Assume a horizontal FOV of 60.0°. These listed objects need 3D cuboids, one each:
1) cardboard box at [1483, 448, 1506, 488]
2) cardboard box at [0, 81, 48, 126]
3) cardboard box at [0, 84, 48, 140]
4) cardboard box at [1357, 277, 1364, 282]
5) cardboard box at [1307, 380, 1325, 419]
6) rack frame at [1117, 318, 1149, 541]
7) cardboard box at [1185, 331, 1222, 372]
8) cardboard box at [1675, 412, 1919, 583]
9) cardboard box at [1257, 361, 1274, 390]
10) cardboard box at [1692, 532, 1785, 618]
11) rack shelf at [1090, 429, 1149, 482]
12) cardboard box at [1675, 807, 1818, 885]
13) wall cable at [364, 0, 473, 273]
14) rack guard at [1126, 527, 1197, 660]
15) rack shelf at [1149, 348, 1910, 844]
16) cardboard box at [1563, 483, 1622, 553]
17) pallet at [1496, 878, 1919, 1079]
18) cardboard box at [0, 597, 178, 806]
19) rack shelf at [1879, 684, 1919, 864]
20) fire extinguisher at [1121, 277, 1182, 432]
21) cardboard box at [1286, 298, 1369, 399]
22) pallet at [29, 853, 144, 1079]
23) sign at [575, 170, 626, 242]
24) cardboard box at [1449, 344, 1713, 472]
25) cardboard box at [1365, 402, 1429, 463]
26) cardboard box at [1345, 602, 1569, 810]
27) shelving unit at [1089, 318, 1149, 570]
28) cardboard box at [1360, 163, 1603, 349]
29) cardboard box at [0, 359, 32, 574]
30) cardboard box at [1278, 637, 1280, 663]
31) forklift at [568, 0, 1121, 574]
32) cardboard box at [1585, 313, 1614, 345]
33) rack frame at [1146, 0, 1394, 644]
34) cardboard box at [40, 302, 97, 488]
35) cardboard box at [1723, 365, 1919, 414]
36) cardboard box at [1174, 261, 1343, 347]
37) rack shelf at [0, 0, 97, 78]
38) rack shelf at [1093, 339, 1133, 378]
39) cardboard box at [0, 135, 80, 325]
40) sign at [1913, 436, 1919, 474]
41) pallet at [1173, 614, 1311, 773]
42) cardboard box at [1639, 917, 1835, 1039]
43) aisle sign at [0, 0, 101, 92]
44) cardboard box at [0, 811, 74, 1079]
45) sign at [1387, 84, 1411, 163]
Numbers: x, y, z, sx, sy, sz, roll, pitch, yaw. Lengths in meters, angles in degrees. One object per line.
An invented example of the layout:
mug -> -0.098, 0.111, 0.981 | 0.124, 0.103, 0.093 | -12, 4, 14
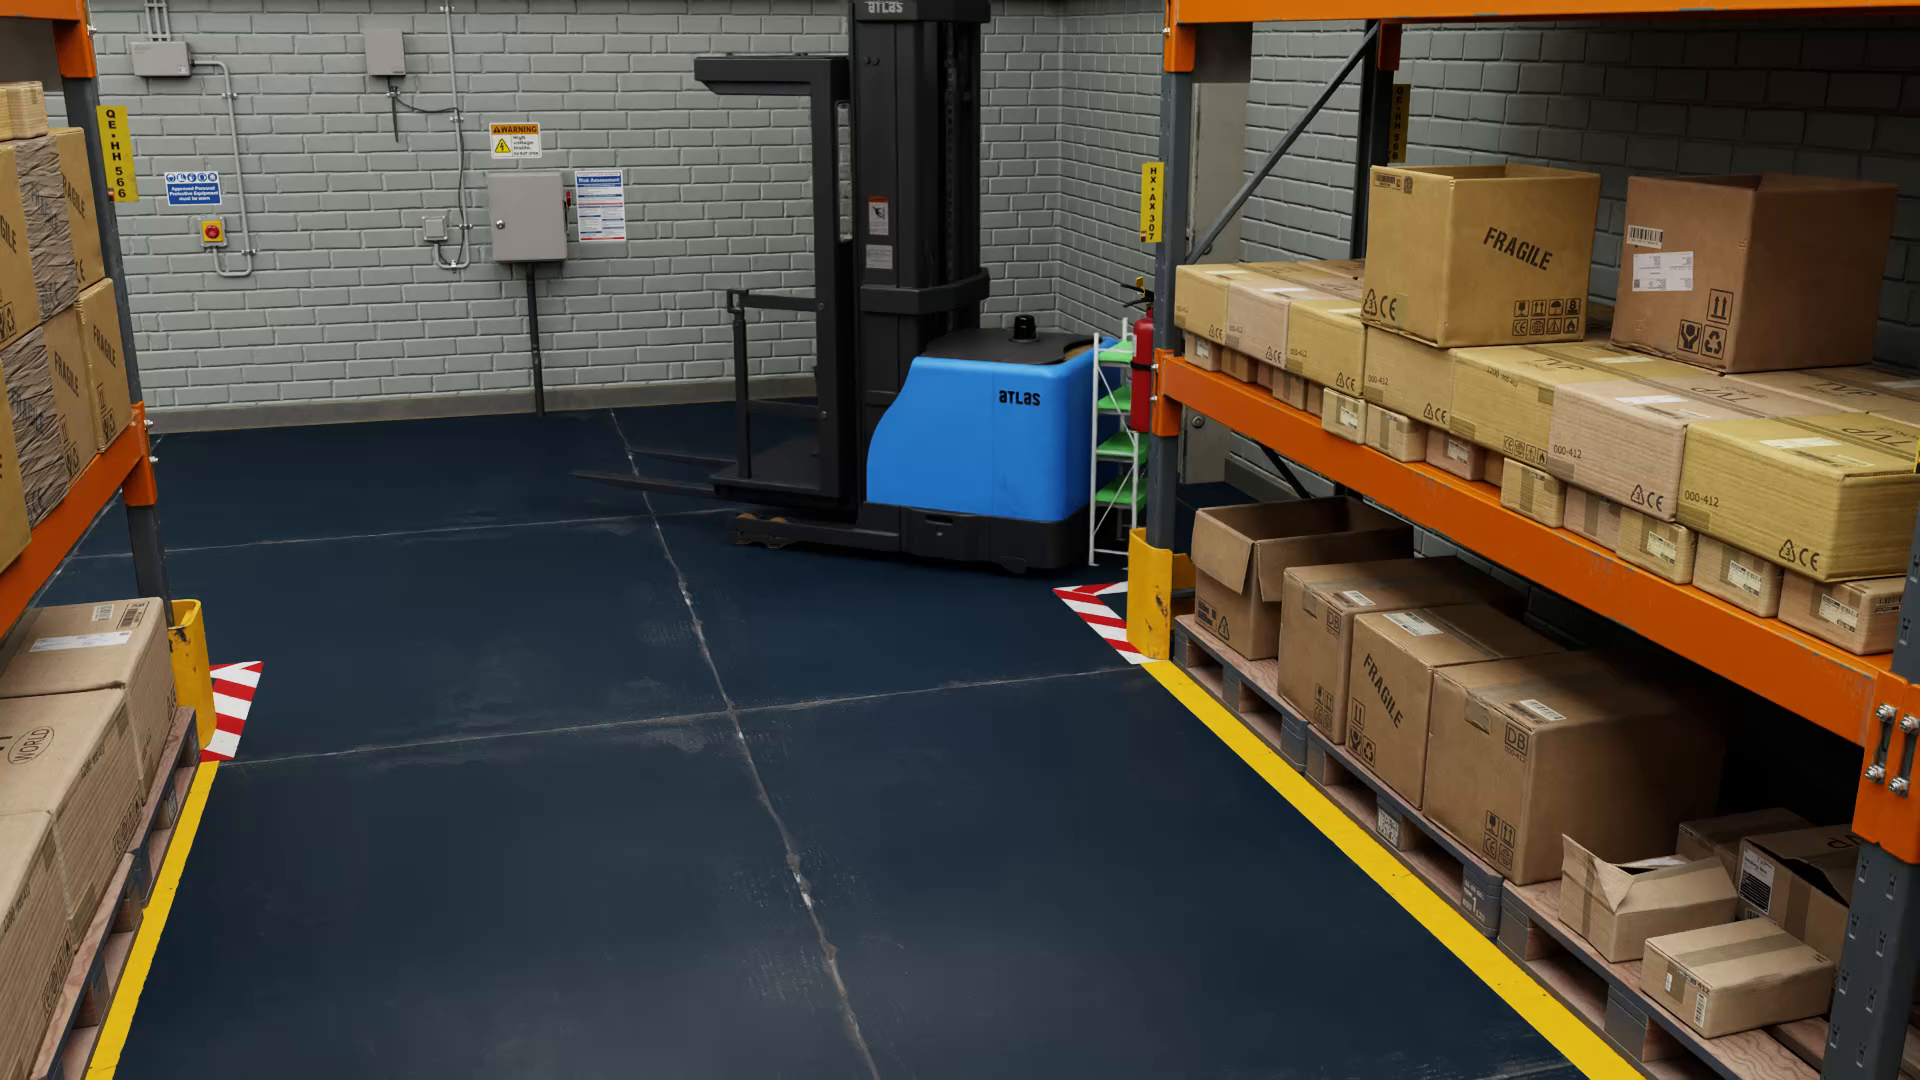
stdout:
cardboard box -> 1.795, -0.230, 4.941 | 0.380, 0.149, 0.250 | -4, 17, -14
cardboard box -> -3.161, -1.386, 5.311 | 0.380, 0.149, 0.250 | -4, 17, -15
cardboard box -> -2.916, -1.253, 4.868 | 0.380, 0.149, 0.250 | -5, 17, -16
cardboard box -> 1.842, -0.847, 6.300 | 0.500, 0.250, 0.500 | -5, 17, -15
cardboard box -> 1.455, -0.508, 5.865 | 0.380, 0.149, 0.250 | -4, 17, -14
rack frame -> 0.958, -0.564, 8.744 | 0.240, 1.200, 0.015 | 7, 18, 21
cardboard box -> 1.146, -0.792, 6.812 | 0.380, 0.149, 0.250 | -5, 17, -16
cardboard box -> 2.044, -0.111, 3.851 | 0.500, 0.250, 0.500 | -4, 17, -14
cardboard box -> 1.366, -0.656, 6.357 | 0.380, 0.149, 0.250 | -5, 17, -16
cardboard box -> 1.996, 0.063, 3.965 | 0.380, 0.149, 0.250 | -4, 17, -14
rack shelf -> 0.866, -0.438, 8.546 | 0.258, 0.148, 0.480 | 7, 18, 21
cardboard box -> 2.345, 0.924, 4.887 | 0.380, 0.149, 0.250 | -5, 17, -16
wall cable -> -3.664, -2.791, 11.265 | 0.588, 1.984, 0.122 | -5, 17, -15
rack guard -> 1.340, 0.193, 7.440 | 1.175, 0.500, 0.348 | -5, 17, -15
rack shelf -> 1.869, -0.127, 5.412 | 1.077, 0.370, 4.000 | -5, 17, -15
cardboard box -> 1.855, -0.082, 4.446 | 0.380, 0.149, 0.250 | -4, 17, -14
pallet -> 2.231, 1.227, 4.501 | 1.003, 0.211, 1.213 | -5, 17, -15
cardboard box -> -3.174, 0.569, 5.567 | 0.875, 0.438, 0.875 | -5, 18, -17
rack shelf -> 2.968, 0.979, 1.729 | 1.077, 0.370, 4.000 | -5, 17, -15
fire extinguisher -> 0.835, -0.814, 7.229 | 0.296, 0.674, 0.183 | -5, 17, -15
cardboard box -> 1.466, -0.670, 5.711 | 0.500, 0.250, 0.500 | -5, 17, -16
pallet -> -2.825, 1.256, 4.405 | 1.003, 0.211, 1.213 | -5, 17, -15
sign -> -2.546, -2.366, 11.780 | 0.329, 0.494, 0.001 | -5, 17, -15
cardboard box -> 1.768, -0.387, 4.771 | 0.500, 0.250, 0.500 | -5, 17, -16
cardboard box -> 1.544, -0.361, 5.375 | 0.380, 0.149, 0.250 | -4, 17, -14
cardboard box -> 1.643, 0.541, 5.551 | 0.500, 0.500, 0.500 | -4, 17, -14
shelving unit -> 0.866, -0.499, 8.527 | 0.258, 1.200, 0.503 | 7, 18, 21
cardboard box -> 1.598, -0.893, 5.152 | 0.500, 0.500, 0.500 | -4, 17, -14
cardboard box -> -2.636, -0.144, 4.042 | 0.500, 0.500, 0.500 | -4, 17, -14
cardboard box -> 1.476, 0.436, 6.511 | 0.380, 0.149, 0.250 | -5, 18, -17
forklift -> -0.700, -1.487, 8.809 | 3.031, 2.935, 1.130 | 7, 18, 22
cardboard box -> 2.117, -0.565, 5.362 | 0.500, 0.250, 0.500 | -5, 17, -15
rack frame -> 1.320, -1.025, 7.151 | 1.000, 3.000, 0.127 | -5, 17, -15
cardboard box -> -2.941, -0.427, 4.986 | 0.500, 0.500, 0.500 | -5, 17, -16
cardboard box -> 2.398, -0.286, 4.433 | 0.500, 0.250, 0.500 | -5, 17, -16
cardboard box -> 1.185, -0.949, 6.641 | 0.500, 0.250, 0.500 | -5, 17, -15
rack shelf -> -2.902, -1.170, 3.671 | 1.077, 0.370, 4.000 | -5, 17, -15
rack shelf -> 0.866, -0.897, 8.408 | 0.258, 0.148, 0.480 | 7, 18, 21
cardboard box -> -2.919, -0.902, 4.828 | 0.500, 0.500, 0.500 | -5, 17, -15
sign -> 1.899, -0.288, 3.193 | 0.100, 0.325, 0.005 | -5, 17, -15
pallet -> 1.560, 0.552, 6.748 | 1.003, 0.211, 1.213 | -5, 17, -15
cardboard box -> 1.983, 1.115, 4.253 | 0.380, 0.149, 0.250 | -5, 18, -17
aisle sign -> -3.174, -1.921, 5.615 | 0.394, 0.787, 0.004 | -5, 17, -15
cardboard box -> -2.669, 1.071, 3.896 | 0.875, 0.438, 0.875 | -5, 17, -17
sign -> 1.859, -1.769, 7.066 | 0.100, 0.325, 0.005 | -5, 17, -15
